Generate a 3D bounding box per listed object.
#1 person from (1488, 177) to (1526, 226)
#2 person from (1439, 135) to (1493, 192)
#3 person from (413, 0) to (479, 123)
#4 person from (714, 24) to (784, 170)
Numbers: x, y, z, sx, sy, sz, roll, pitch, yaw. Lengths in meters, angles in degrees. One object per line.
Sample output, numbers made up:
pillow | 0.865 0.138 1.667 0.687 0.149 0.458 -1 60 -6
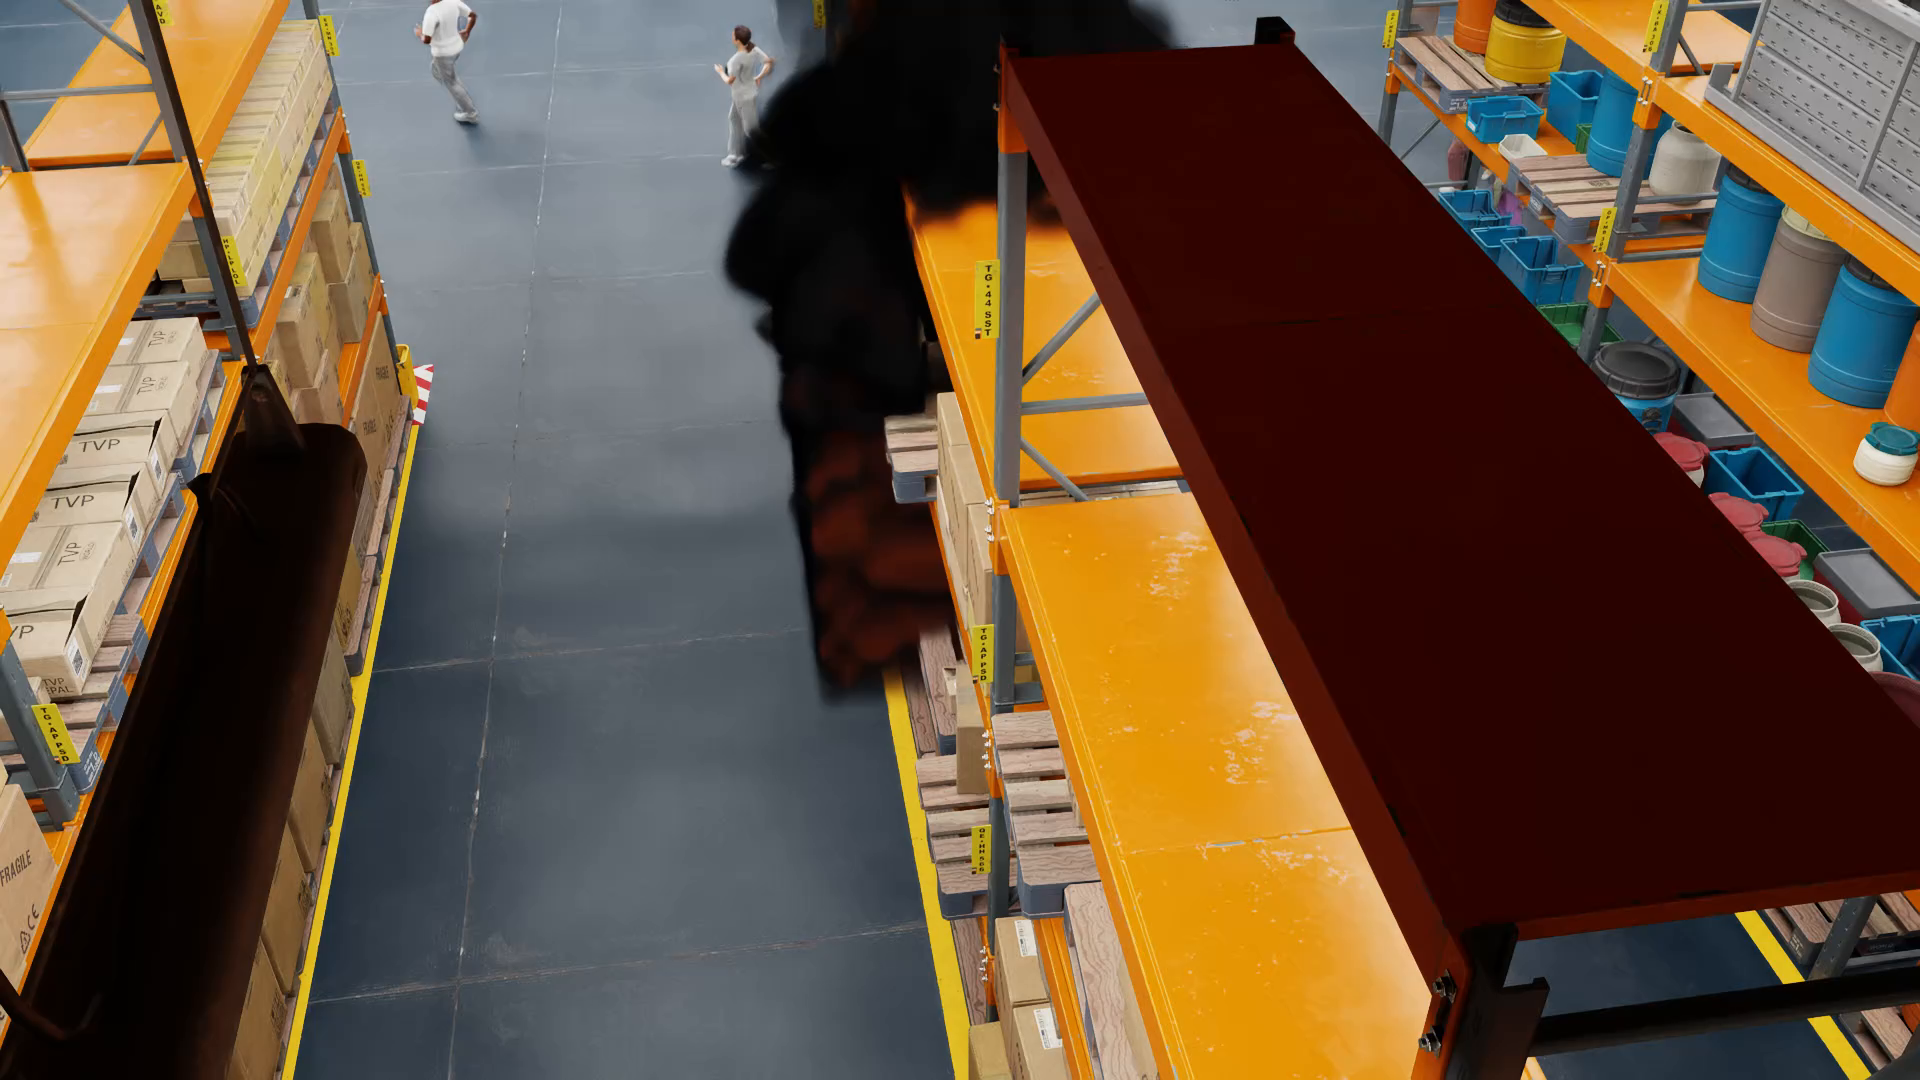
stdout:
person | 5.362 -3.066 16.332 0.576 1.583 0.777 -20 41 -25
person | 5.729 -4.566 18.316 0.623 1.637 0.590 7 37 9
person | -6.196 -5.885 19.972 0.662 1.737 0.691 9 37 12
person | -2.406 -4.976 18.793 0.854 1.709 0.544 10 38 14
